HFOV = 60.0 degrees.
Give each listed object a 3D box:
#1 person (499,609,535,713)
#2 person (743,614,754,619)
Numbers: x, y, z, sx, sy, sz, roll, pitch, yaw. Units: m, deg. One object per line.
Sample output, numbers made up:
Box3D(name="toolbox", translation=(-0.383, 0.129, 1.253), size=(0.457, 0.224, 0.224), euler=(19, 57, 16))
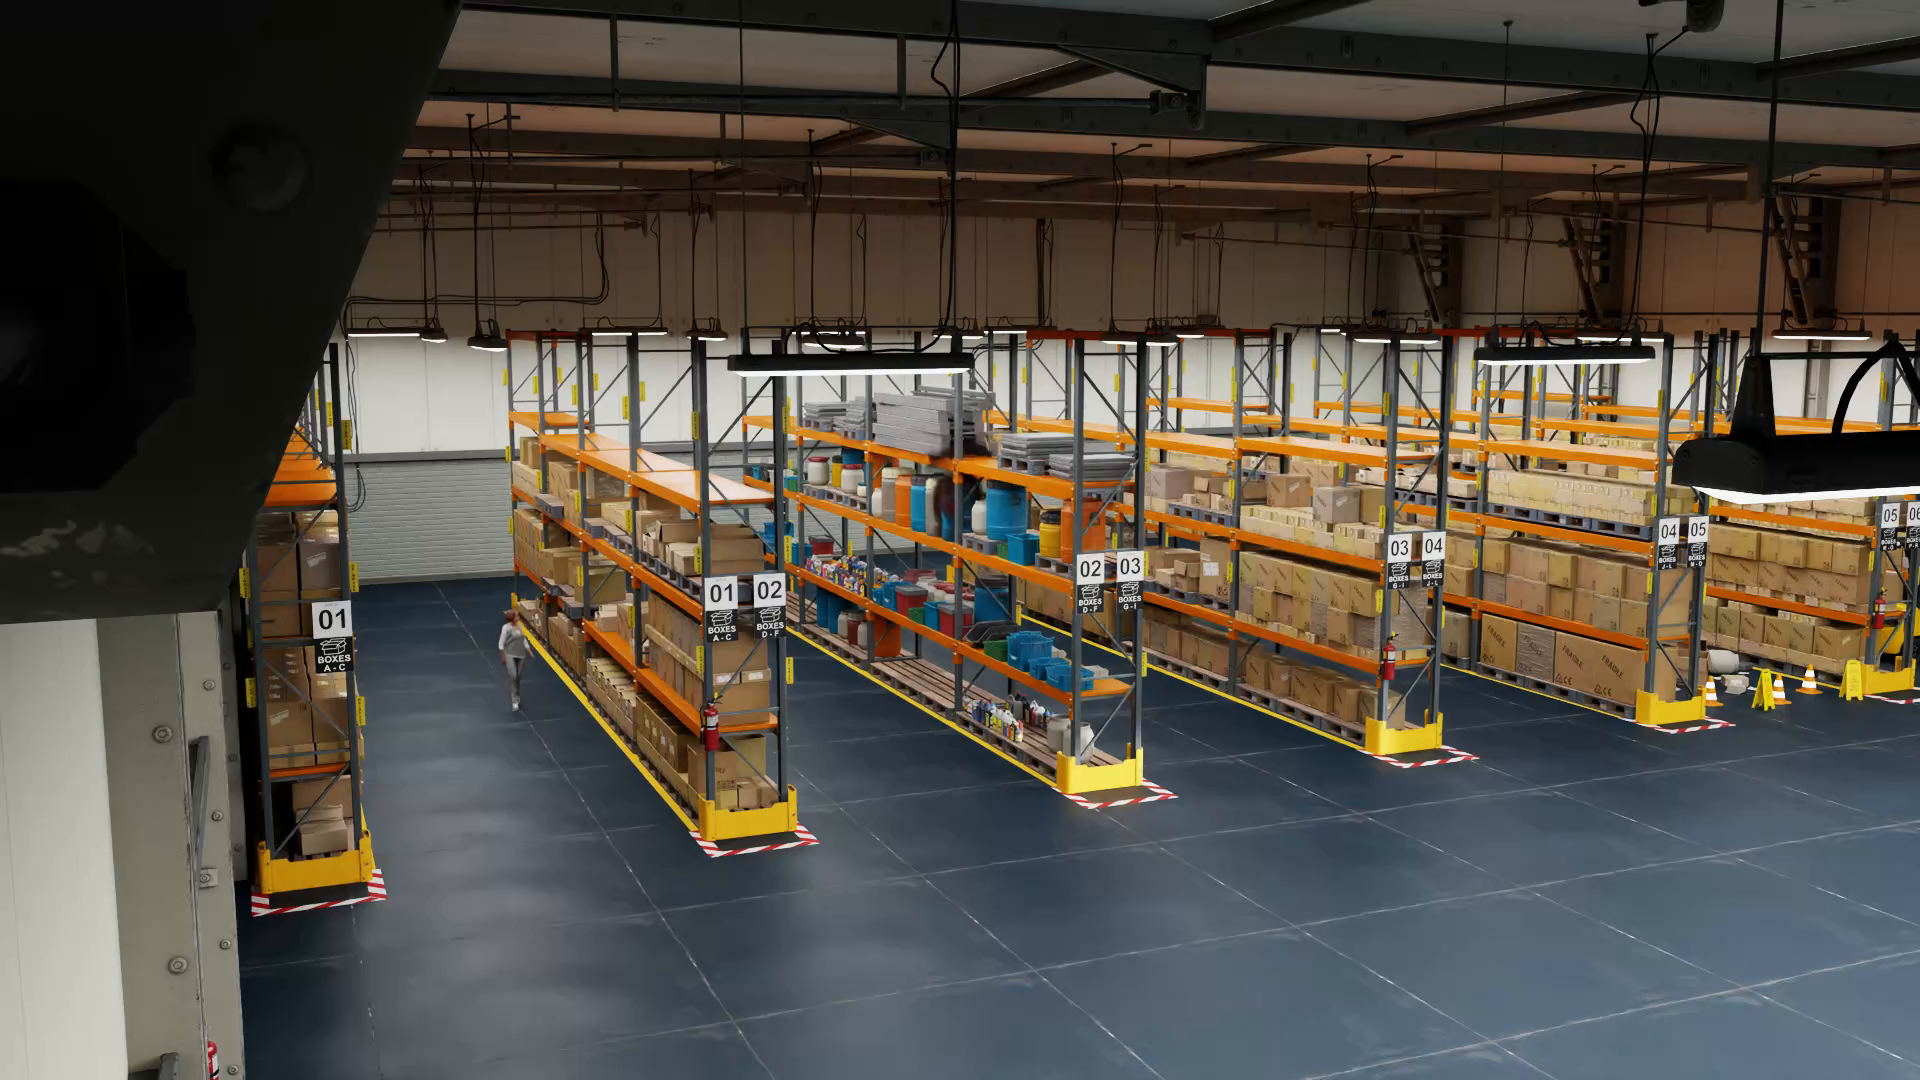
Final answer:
Box3D(name="person", translation=(-7.143, 1.910, 26.769), size=(0.535, 1.619, 0.695), euler=(-5, 9, -30))
Box3D(name="person", translation=(-4.148, 1.057, 32.721), size=(0.490, 1.655, 0.727), euler=(-1, 8, -6))
